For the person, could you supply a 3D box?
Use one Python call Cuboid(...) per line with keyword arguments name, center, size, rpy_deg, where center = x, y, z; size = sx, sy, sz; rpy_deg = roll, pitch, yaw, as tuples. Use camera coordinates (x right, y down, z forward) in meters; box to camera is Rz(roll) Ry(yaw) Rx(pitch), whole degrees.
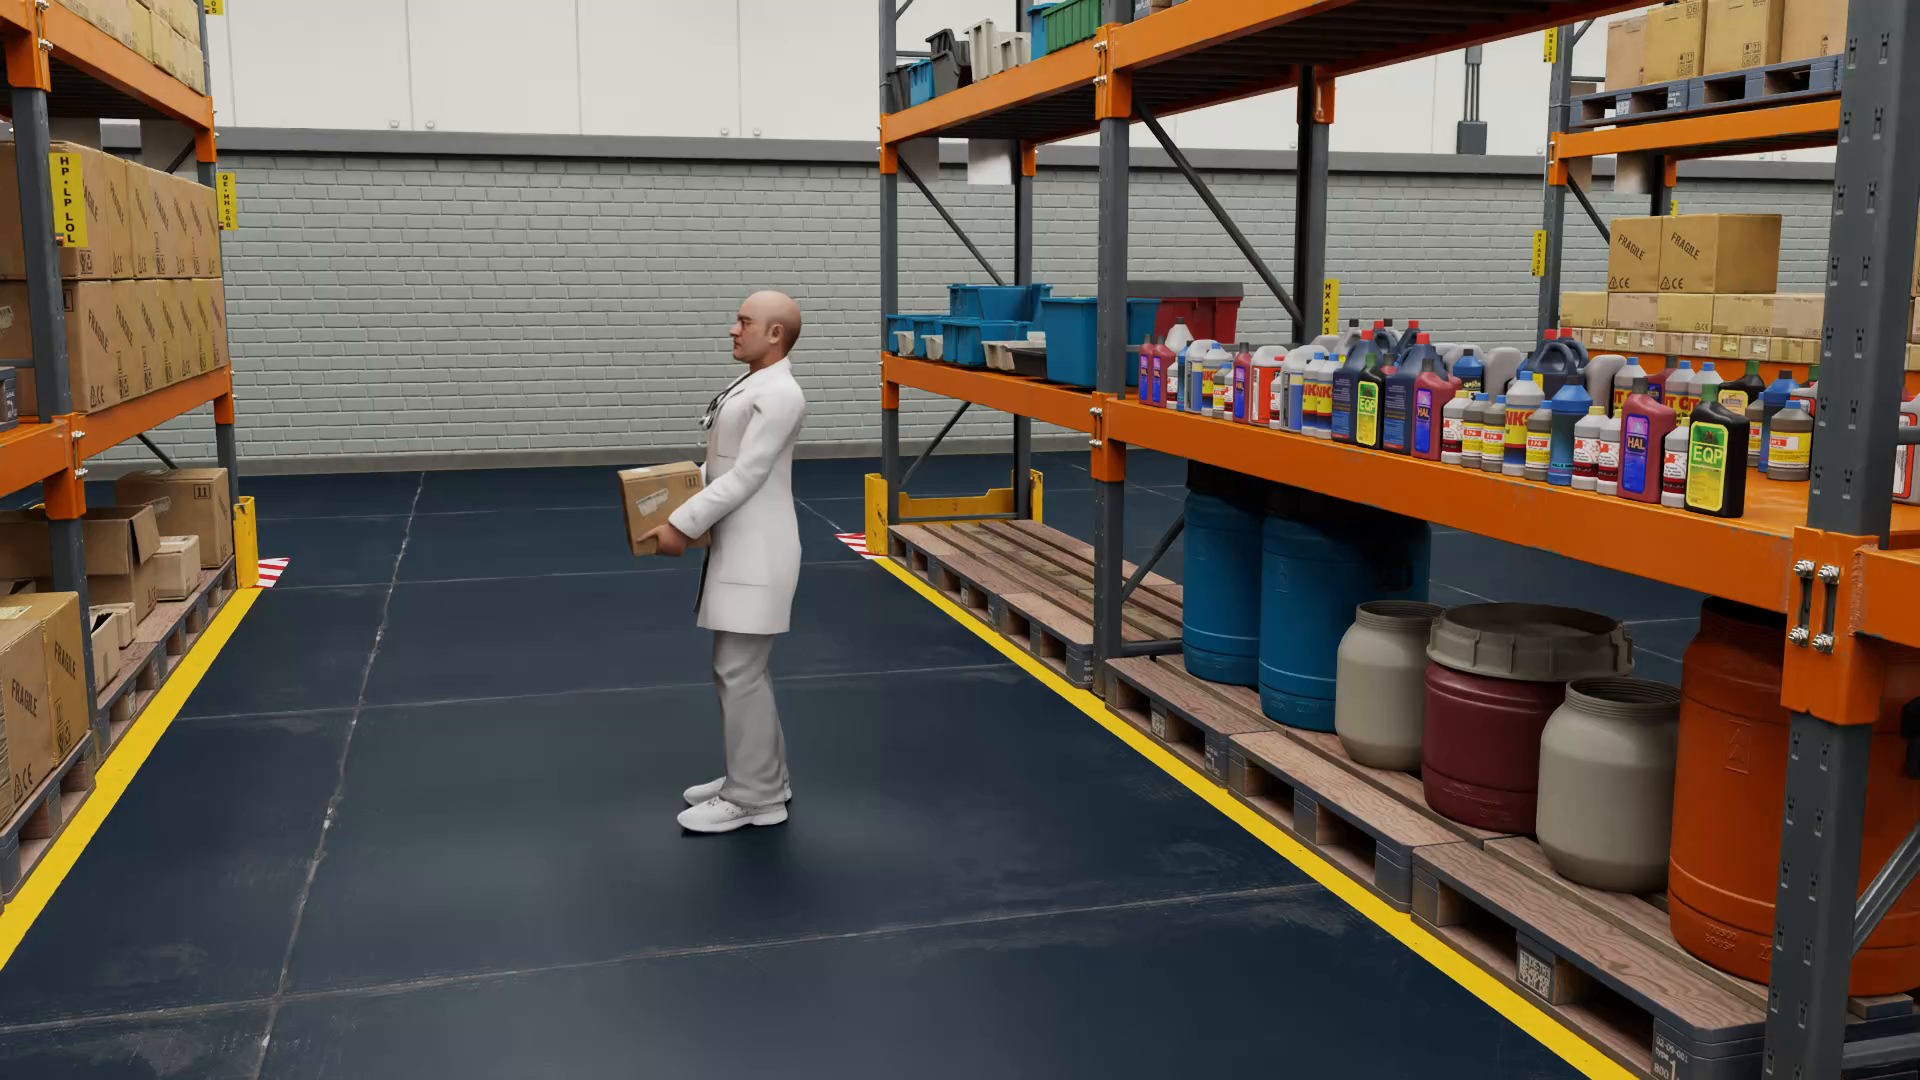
Cuboid(name="person", center=(-0.792, 0.069, 5.506), size=(0.563, 1.770, 0.529), rpy_deg=(-2, 9, -15))
